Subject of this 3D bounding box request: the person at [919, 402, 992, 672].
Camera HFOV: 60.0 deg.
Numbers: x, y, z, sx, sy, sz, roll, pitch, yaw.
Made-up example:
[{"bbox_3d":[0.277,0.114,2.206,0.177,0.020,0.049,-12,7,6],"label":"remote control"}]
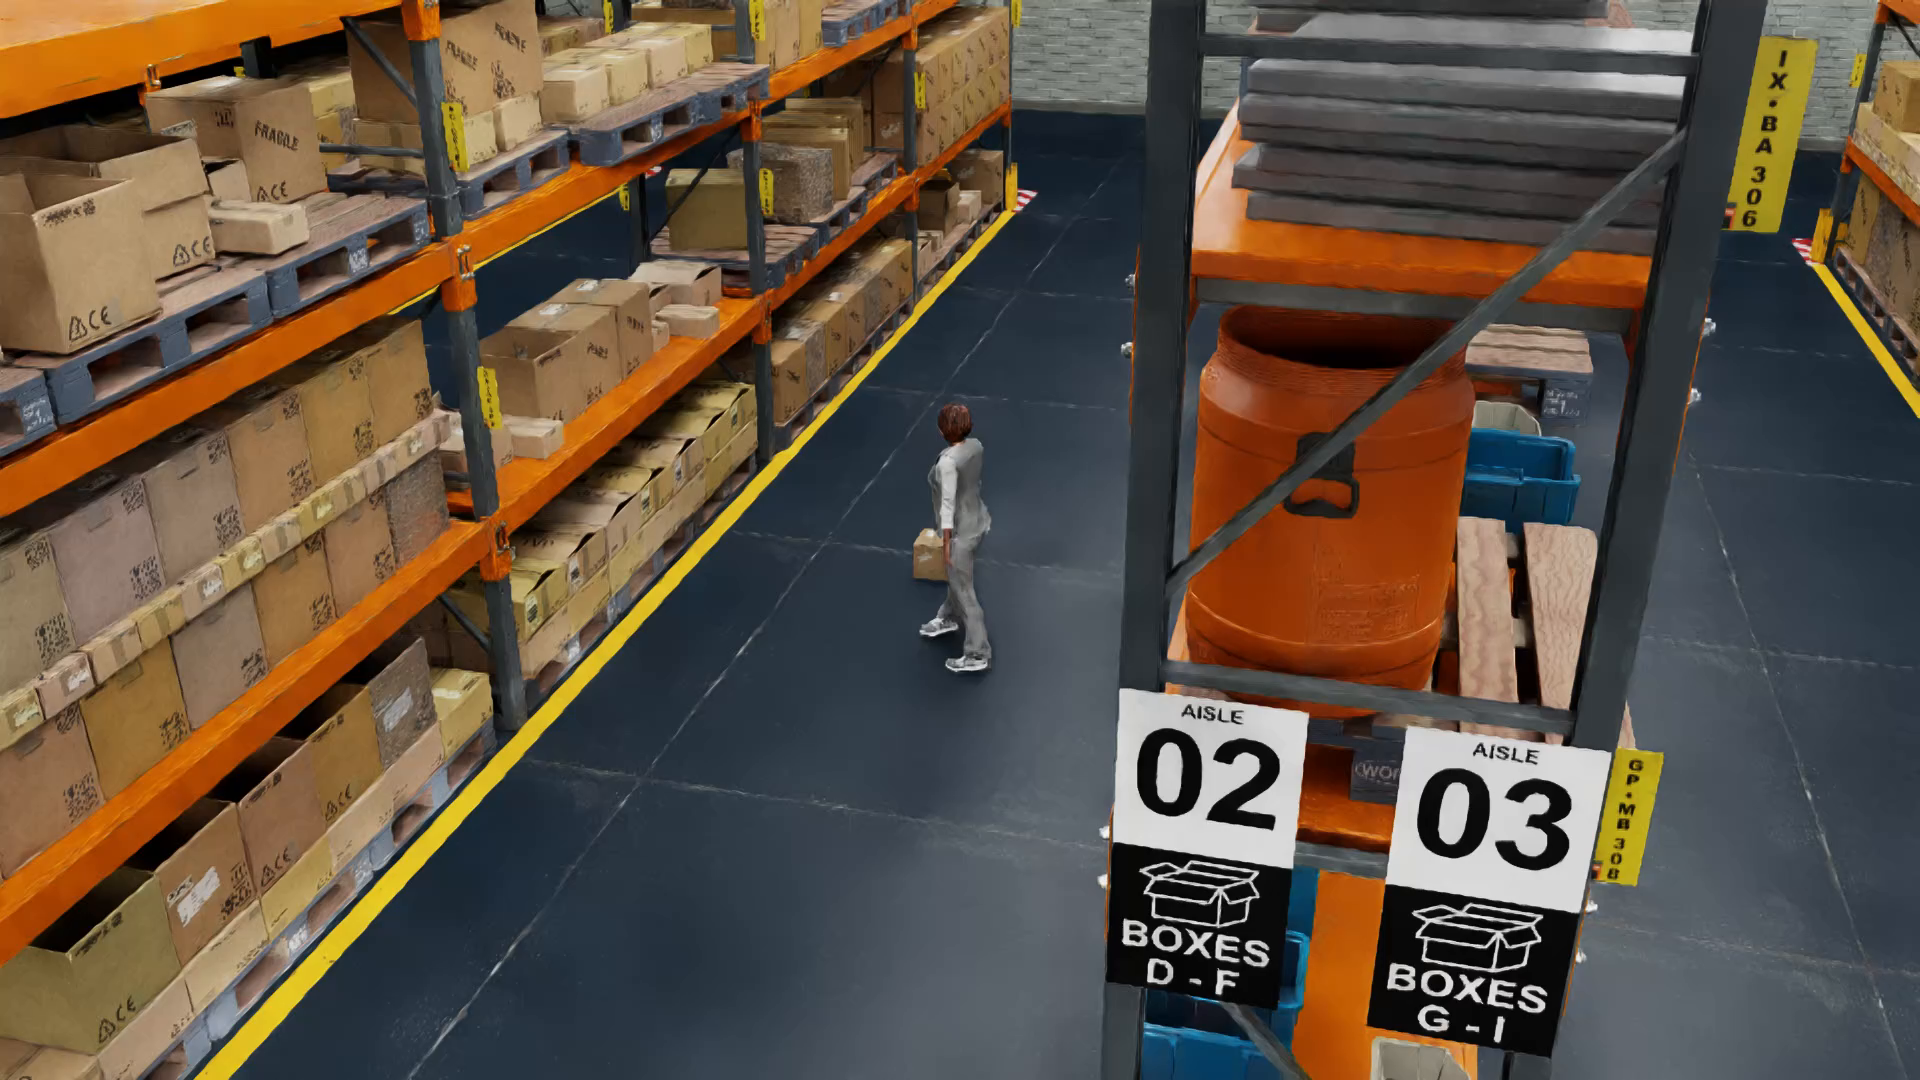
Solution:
[{"bbox_3d":[-0.009,-0.039,9.789,0.568,1.587,0.511,10,28,20],"label":"person"}]
